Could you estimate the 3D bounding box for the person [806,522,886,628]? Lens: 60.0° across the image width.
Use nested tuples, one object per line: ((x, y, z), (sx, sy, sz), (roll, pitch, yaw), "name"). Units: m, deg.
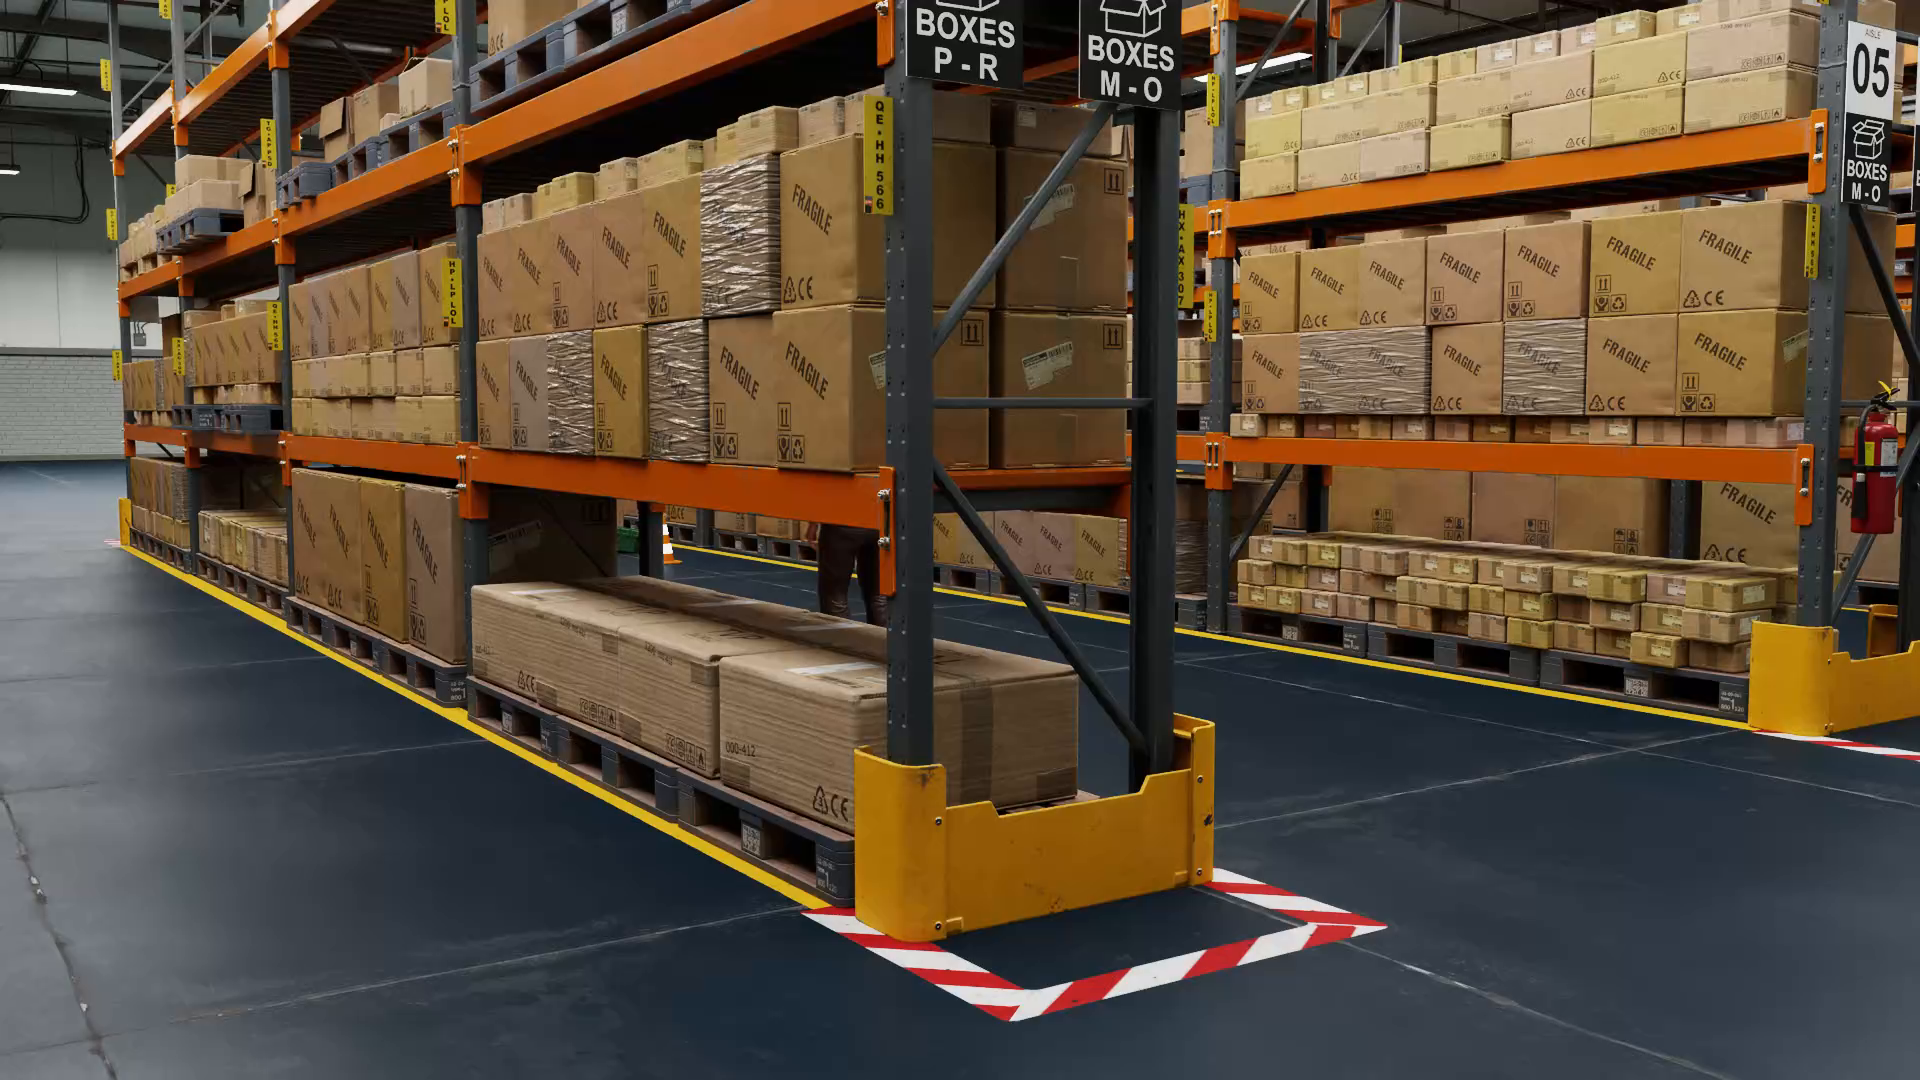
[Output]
((-0.572, -0.078, 8.933), (0.581, 1.720, 0.376), (-3, 6, -36), "person")
